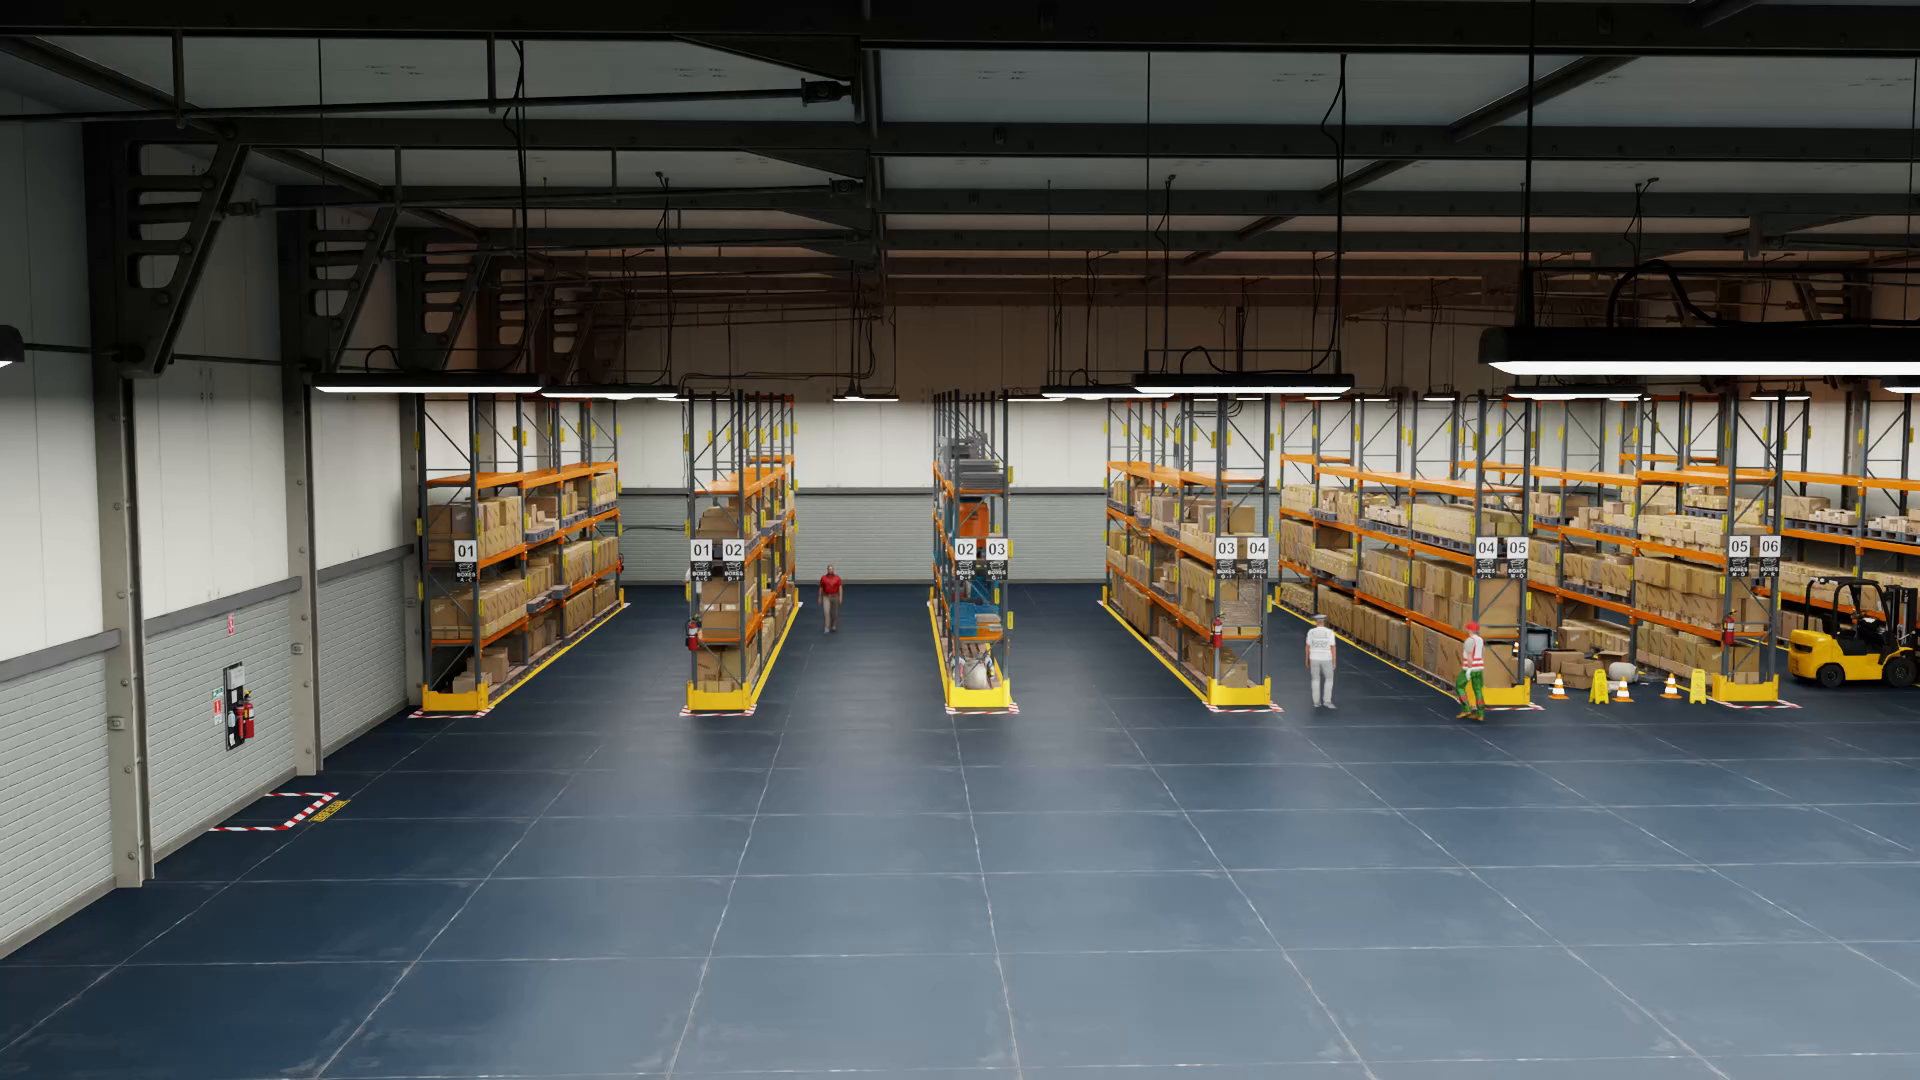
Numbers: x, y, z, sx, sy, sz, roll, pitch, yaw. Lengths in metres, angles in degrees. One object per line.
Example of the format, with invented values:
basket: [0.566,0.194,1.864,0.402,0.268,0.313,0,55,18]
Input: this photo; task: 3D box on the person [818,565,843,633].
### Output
person: [-3.236,1.465,41.665,0.595,1.659,1.062,-1,5,-11]

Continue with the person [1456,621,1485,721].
person: [9.320,2.369,30.156,0.551,1.783,0.537,-2,5,-25]

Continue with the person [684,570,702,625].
person: [-6.854,1.333,43.190,0.672,1.708,1.085,0,5,-1]

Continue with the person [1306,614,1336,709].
person: [6.830,2.315,31.415,0.610,1.797,0.478,2,5,23]
